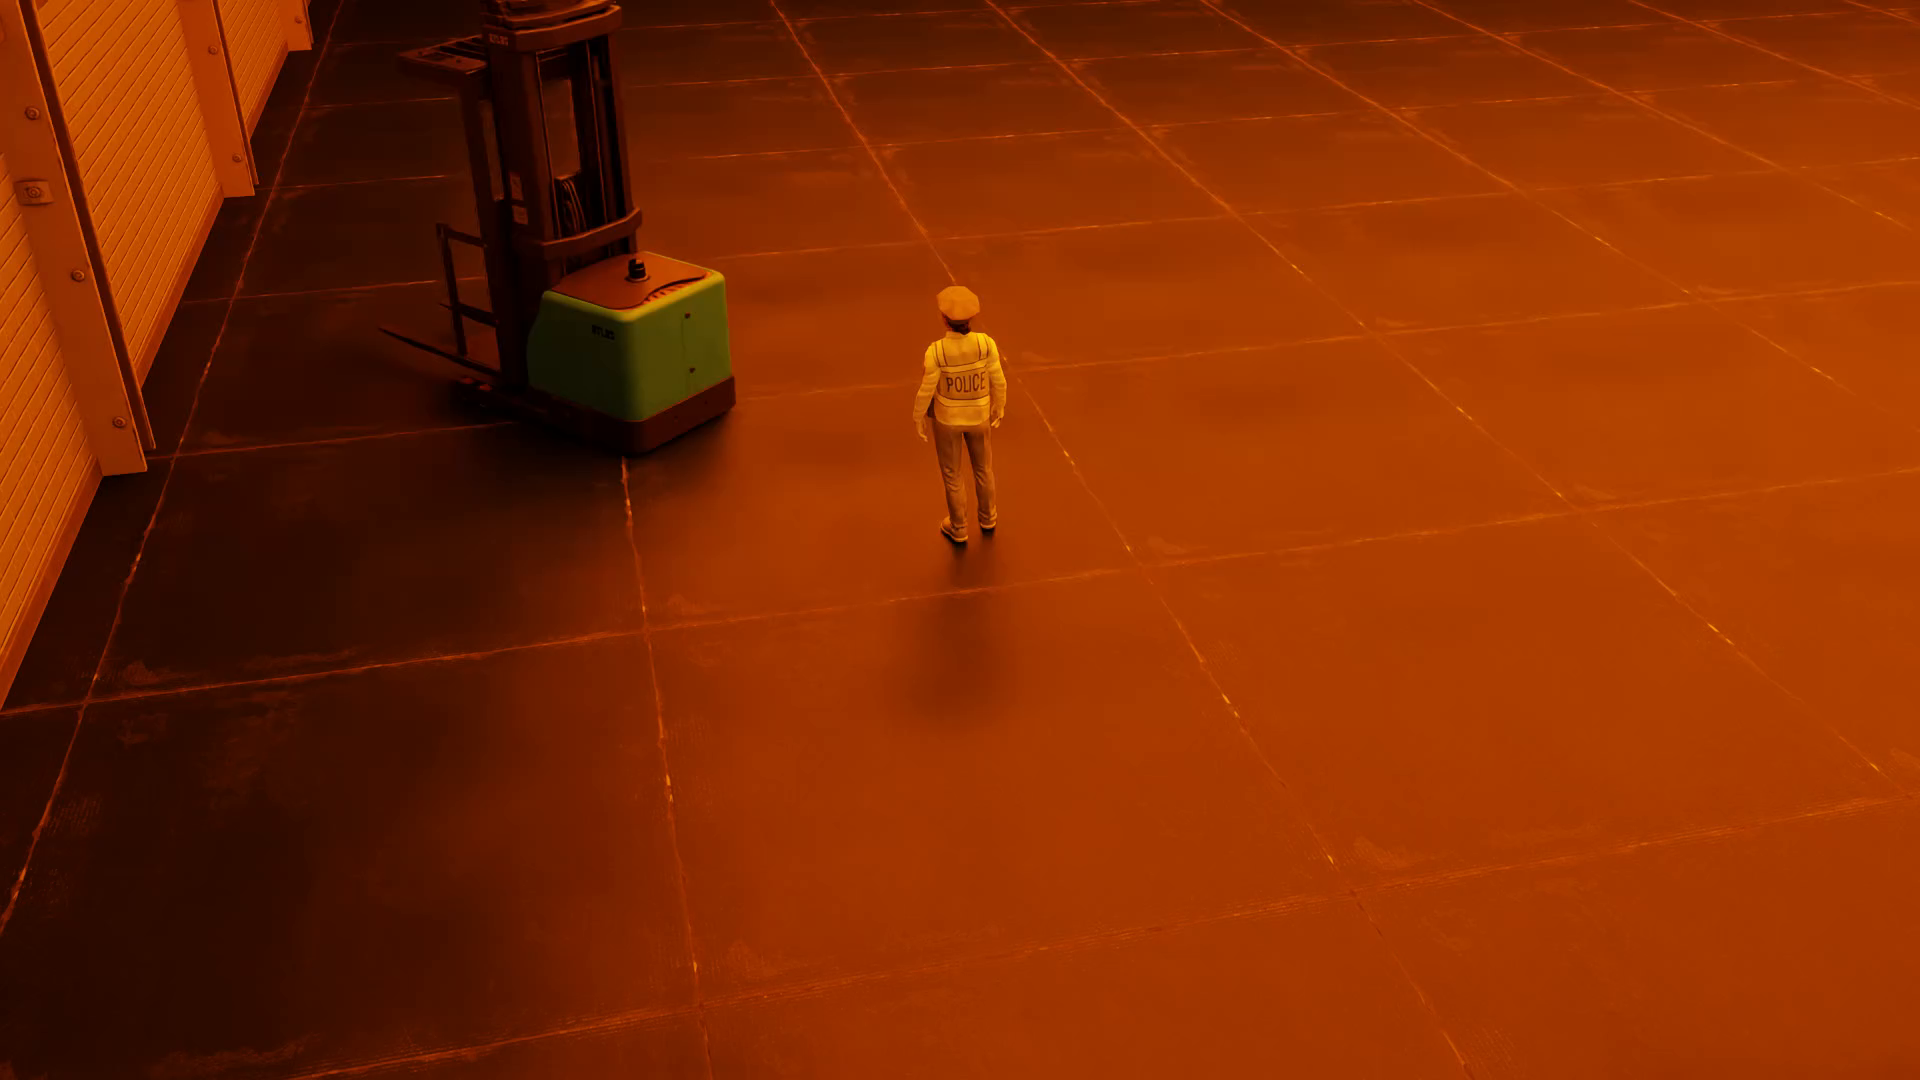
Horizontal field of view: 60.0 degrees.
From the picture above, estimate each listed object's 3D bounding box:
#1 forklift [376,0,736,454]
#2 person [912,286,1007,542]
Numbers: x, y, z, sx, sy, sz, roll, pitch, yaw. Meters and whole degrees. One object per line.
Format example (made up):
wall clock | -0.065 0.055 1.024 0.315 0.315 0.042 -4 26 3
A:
forklift | -3.117 -2.434 11.779 3.031 2.935 1.130 20 35 30
person | -0.010 -0.774 10.131 0.588 1.695 0.531 -7 31 -12
